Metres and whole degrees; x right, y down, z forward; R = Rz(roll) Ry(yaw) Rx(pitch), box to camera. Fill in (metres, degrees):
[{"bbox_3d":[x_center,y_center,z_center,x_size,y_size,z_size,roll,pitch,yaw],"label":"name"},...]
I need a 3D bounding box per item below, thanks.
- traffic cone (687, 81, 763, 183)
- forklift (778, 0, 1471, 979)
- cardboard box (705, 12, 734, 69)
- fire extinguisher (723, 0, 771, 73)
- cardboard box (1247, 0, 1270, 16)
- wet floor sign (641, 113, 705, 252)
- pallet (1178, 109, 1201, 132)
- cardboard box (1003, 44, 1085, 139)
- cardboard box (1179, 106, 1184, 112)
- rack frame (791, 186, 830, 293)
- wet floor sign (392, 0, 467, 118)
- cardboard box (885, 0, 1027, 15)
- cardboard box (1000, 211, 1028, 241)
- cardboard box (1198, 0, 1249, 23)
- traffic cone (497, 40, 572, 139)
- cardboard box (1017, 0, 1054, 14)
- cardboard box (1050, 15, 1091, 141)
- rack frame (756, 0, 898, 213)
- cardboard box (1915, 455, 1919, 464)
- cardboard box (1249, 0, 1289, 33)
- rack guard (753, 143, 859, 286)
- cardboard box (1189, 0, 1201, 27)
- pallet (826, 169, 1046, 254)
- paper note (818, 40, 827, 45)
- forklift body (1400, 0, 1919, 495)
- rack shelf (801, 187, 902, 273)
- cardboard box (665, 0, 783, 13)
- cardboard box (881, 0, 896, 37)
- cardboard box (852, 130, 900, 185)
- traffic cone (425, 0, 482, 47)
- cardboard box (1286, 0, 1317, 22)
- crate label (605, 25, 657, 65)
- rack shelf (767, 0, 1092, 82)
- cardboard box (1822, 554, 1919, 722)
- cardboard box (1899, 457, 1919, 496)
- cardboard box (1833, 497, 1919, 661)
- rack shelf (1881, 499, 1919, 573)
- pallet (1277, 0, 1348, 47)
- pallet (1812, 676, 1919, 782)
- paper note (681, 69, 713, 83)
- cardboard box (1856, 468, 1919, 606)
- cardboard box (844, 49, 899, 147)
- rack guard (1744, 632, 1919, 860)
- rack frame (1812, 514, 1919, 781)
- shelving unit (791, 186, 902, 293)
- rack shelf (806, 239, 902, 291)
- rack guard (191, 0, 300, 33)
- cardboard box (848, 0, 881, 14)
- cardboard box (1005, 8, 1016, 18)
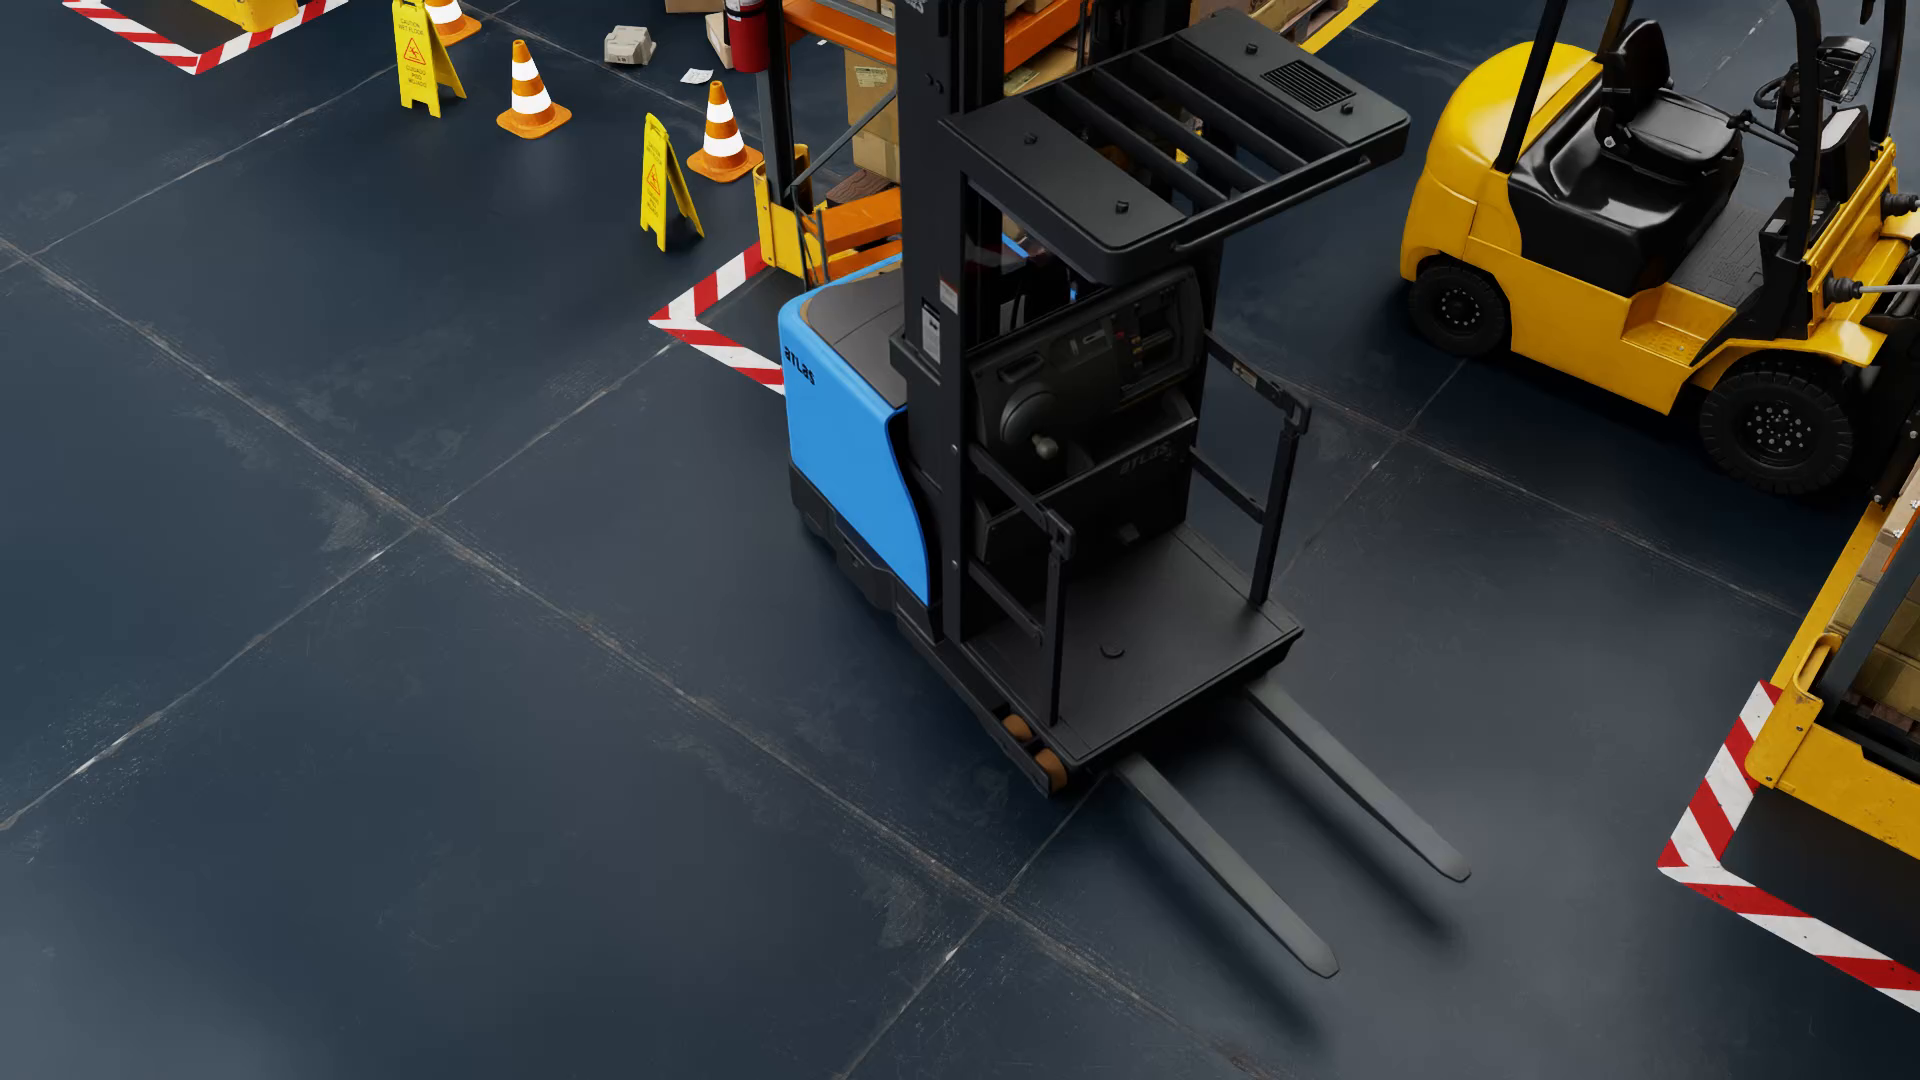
[{"bbox_3d":[-1.247,-2.172,8.670,0.336,0.463,0.334,29,53,25],"label":"traffic cone"},{"bbox_3d":[0.557,-0.496,5.361,1.130,2.935,3.031,-27,52,-24],"label":"forklift"},{"bbox_3d":[-1.287,-2.890,9.572,0.250,0.149,0.380,-17,49,-15],"label":"cardboard box"},{"bbox_3d":[-0.924,-2.344,7.132,0.296,0.674,0.183,29,53,25],"label":"fire extinguisher"},{"bbox_3d":[1.498,-3.226,9.015,0.500,0.500,0.500,30,53,26],"label":"cardboard box"},{"bbox_3d":[-1.452,-1.783,8.172,0.232,0.644,0.267,-25,51,-22],"label":"wet floor sign"},{"bbox_3d":[0.828,-2.457,9.115,1.003,0.211,1.213,29,53,25],"label":"pallet"},{"bbox_3d":[0.237,-2.039,7.881,0.500,0.500,0.500,28,52,24],"label":"cardboard box"},{"bbox_3d":[0.865,-2.373,8.718,0.500,0.250,0.500,33,54,27],"label":"cardboard box"},{"bbox_3d":[-0.569,-0.874,6.892,0.015,1.200,0.240,-22,42,-21],"label":"rack frame"},{"bbox_3d":[-2.919,-2.657,9.007,0.267,0.644,0.232,21,50,19],"label":"wet floor sign"},{"bbox_3d":[0.020,-2.518,6.971,0.500,0.500,0.500,28,53,24],"label":"cardboard box"},{"bbox_3d":[0.223,-1.767,8.139,0.500,0.250,0.500,29,53,25],"label":"cardboard box"},{"bbox_3d":[1.186,-2.934,8.735,0.500,0.500,0.500,32,54,27],"label":"cardboard box"},{"bbox_3d":[-2.333,-2.468,8.953,0.336,0.463,0.334,29,53,25],"label":"traffic cone"},{"bbox_3d":[0.252,-2.515,7.416,0.380,0.149,0.250,28,52,24],"label":"cardboard box"},{"bbox_3d":[0.553,-2.341,8.169,0.500,0.500,0.500,27,52,24],"label":"cardboard box"},{"bbox_3d":[-0.489,-2.232,6.972,1.000,3.000,0.127,29,53,25],"label":"rack frame"},{"bbox_3d":[4.105,-0.411,6.499,0.500,0.250,0.500,28,52,24],"label":"cardboard box"},{"bbox_3d":[1.490,-2.950,9.269,0.500,0.250,0.500,28,52,24],"label":"cardboard box"},{"bbox_3d":[-0.443,-1.412,7.918,1.175,0.500,0.348,29,53,25],"label":"rack guard"},{"bbox_3d":[0.866,-2.624,8.439,0.500,0.500,0.500,30,53,26],"label":"cardboard box"},{"bbox_3d":[0.082,-1.762,8.451,1.003,0.211,1.213,29,53,25],"label":"pallet"},{"bbox_3d":[-0.779,-2.915,9.692,0.032,0.001,0.123,29,53,25],"label":"paper note"},{"bbox_3d":[3.157,-1.638,6.992,2.313,2.155,1.214,29,53,25],"label":"forklift body"},{"bbox_3d":[-0.380,-1.265,6.732,0.480,0.148,0.258,-22,42,-21],"label":"rack shelf"},{"bbox_3d":[-1.419,-3.494,9.904,0.797,0.503,0.637,-2,46,-2],"label":"cardboard box"},{"bbox_3d":[-0.118,-2.248,7.162,0.380,0.149,0.250,29,53,25],"label":"cardboard box"},{"bbox_3d":[-0.193,-2.023,8.383,0.500,0.250,0.500,29,53,25],"label":"cardboard box"},{"bbox_3d":[-3.020,-3.162,9.616,0.336,0.463,0.334,29,53,25],"label":"traffic cone"},{"bbox_3d":[1.808,-3.259,9.565,0.500,0.250,0.500,32,54,27],"label":"cardboard box"},{"bbox_3d":[-1.902,-2.833,9.526,0.250,0.136,0.298,6,47,5],"label":"crate label"},{"bbox_3d":[0.734,-3.128,8.326,1.077,0.370,4.000,29,53,25],"label":"rack shelf"},{"bbox_3d":[3.478,0.356,6.111,0.500,0.250,0.500,30,53,25],"label":"cardboard box"},{"bbox_3d":[3.783,-0.277,6.024,0.500,0.250,0.500,30,53,26],"label":"cardboard box"},{"bbox_3d":[3.491,0.176,5.938,0.500,0.250,0.500,29,53,25],"label":"cardboard box"},{"bbox_3d":[4.664,-0.936,6.232,1.077,0.370,4.000,29,53,25],"label":"rack shelf"},{"bbox_3d":[1.574,-3.158,9.785,1.003,0.211,1.213,29,53,25],"label":"pallet"},{"bbox_3d":[3.876,0.467,6.322,1.003,0.211,1.213,29,53,25],"label":"pallet"},{"bbox_3d":[-1.486,-2.627,9.403,0.148,0.019,0.142,13,48,12],"label":"paper note"},{"bbox_3d":[3.476,0.018,5.743,0.500,0.250,0.500,31,54,26],"label":"cardboard box"},{"bbox_3d":[-0.206,-2.260,8.092,0.500,0.500,0.500,30,53,25],"label":"cardboard box"},{"bbox_3d":[3.426,0.837,5.769,1.175,0.500,0.348,29,53,25],"label":"rack guard"},{"bbox_3d":[3.441,-0.040,4.878,1.000,3.000,0.127,29,53,25],"label":"rack frame"},{"bbox_3d":[-0.358,-0.960,6.979,0.503,1.200,0.258,-22,42,-21],"label":"shelving unit"},{"bbox_3d":[-0.367,-1.082,6.881,0.480,0.148,0.258,-22,42,-21],"label":"rack shelf"},{"bbox_3d":[-4.483,-3.485,9.898,1.175,0.500,0.348,29,53,25],"label":"rack guard"},{"bbox_3d":[-0.430,-2.454,7.358,0.380,0.149,0.250,31,54,26],"label":"cardboard box"},{"bbox_3d":[0.025,-2.399,7.306,0.380,0.149,0.250,30,53,26],"label":"cardboard box"}]
